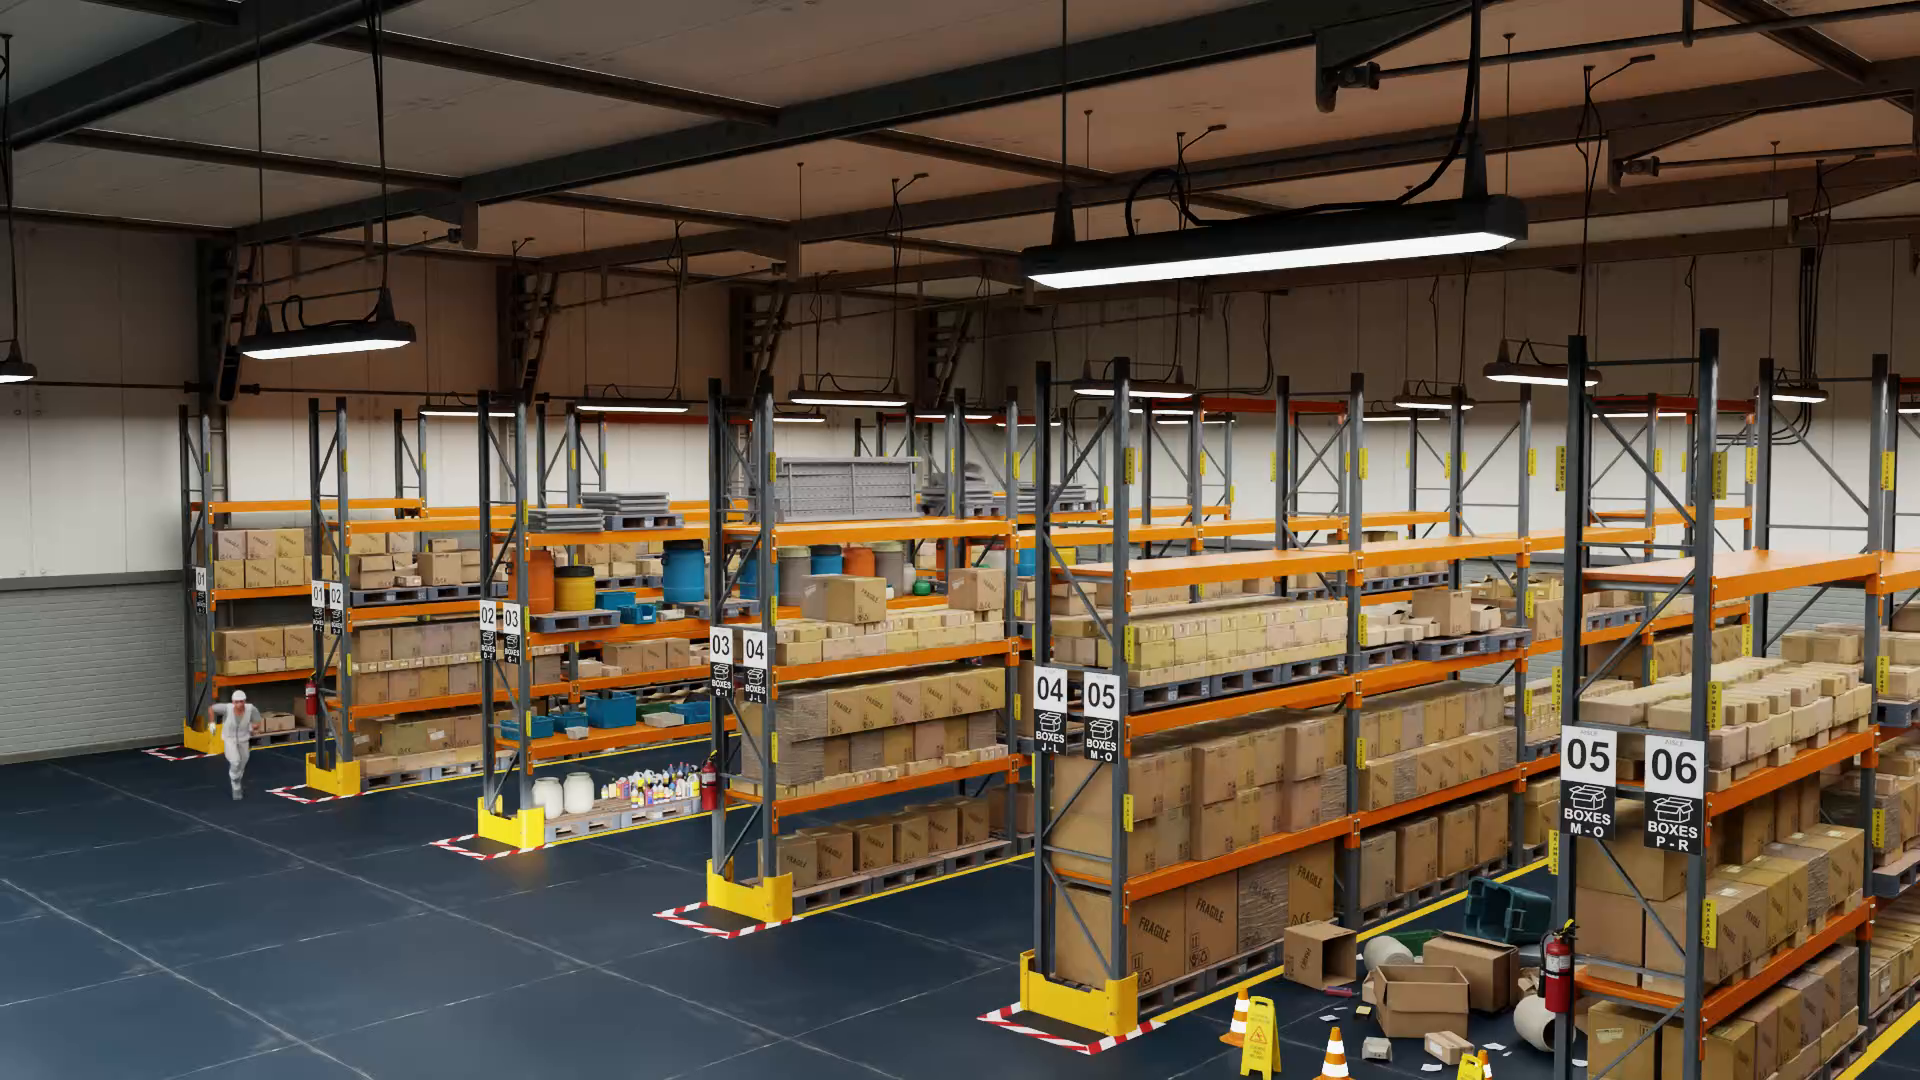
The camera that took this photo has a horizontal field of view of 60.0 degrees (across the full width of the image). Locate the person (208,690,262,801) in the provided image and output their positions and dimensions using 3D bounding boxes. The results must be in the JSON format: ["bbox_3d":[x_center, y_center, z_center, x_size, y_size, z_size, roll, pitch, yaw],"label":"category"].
[{"bbox_3d":[-10.819,3.048,24.821,0.706,1.694,1.000,-2,3,-31],"label":"person"}]
